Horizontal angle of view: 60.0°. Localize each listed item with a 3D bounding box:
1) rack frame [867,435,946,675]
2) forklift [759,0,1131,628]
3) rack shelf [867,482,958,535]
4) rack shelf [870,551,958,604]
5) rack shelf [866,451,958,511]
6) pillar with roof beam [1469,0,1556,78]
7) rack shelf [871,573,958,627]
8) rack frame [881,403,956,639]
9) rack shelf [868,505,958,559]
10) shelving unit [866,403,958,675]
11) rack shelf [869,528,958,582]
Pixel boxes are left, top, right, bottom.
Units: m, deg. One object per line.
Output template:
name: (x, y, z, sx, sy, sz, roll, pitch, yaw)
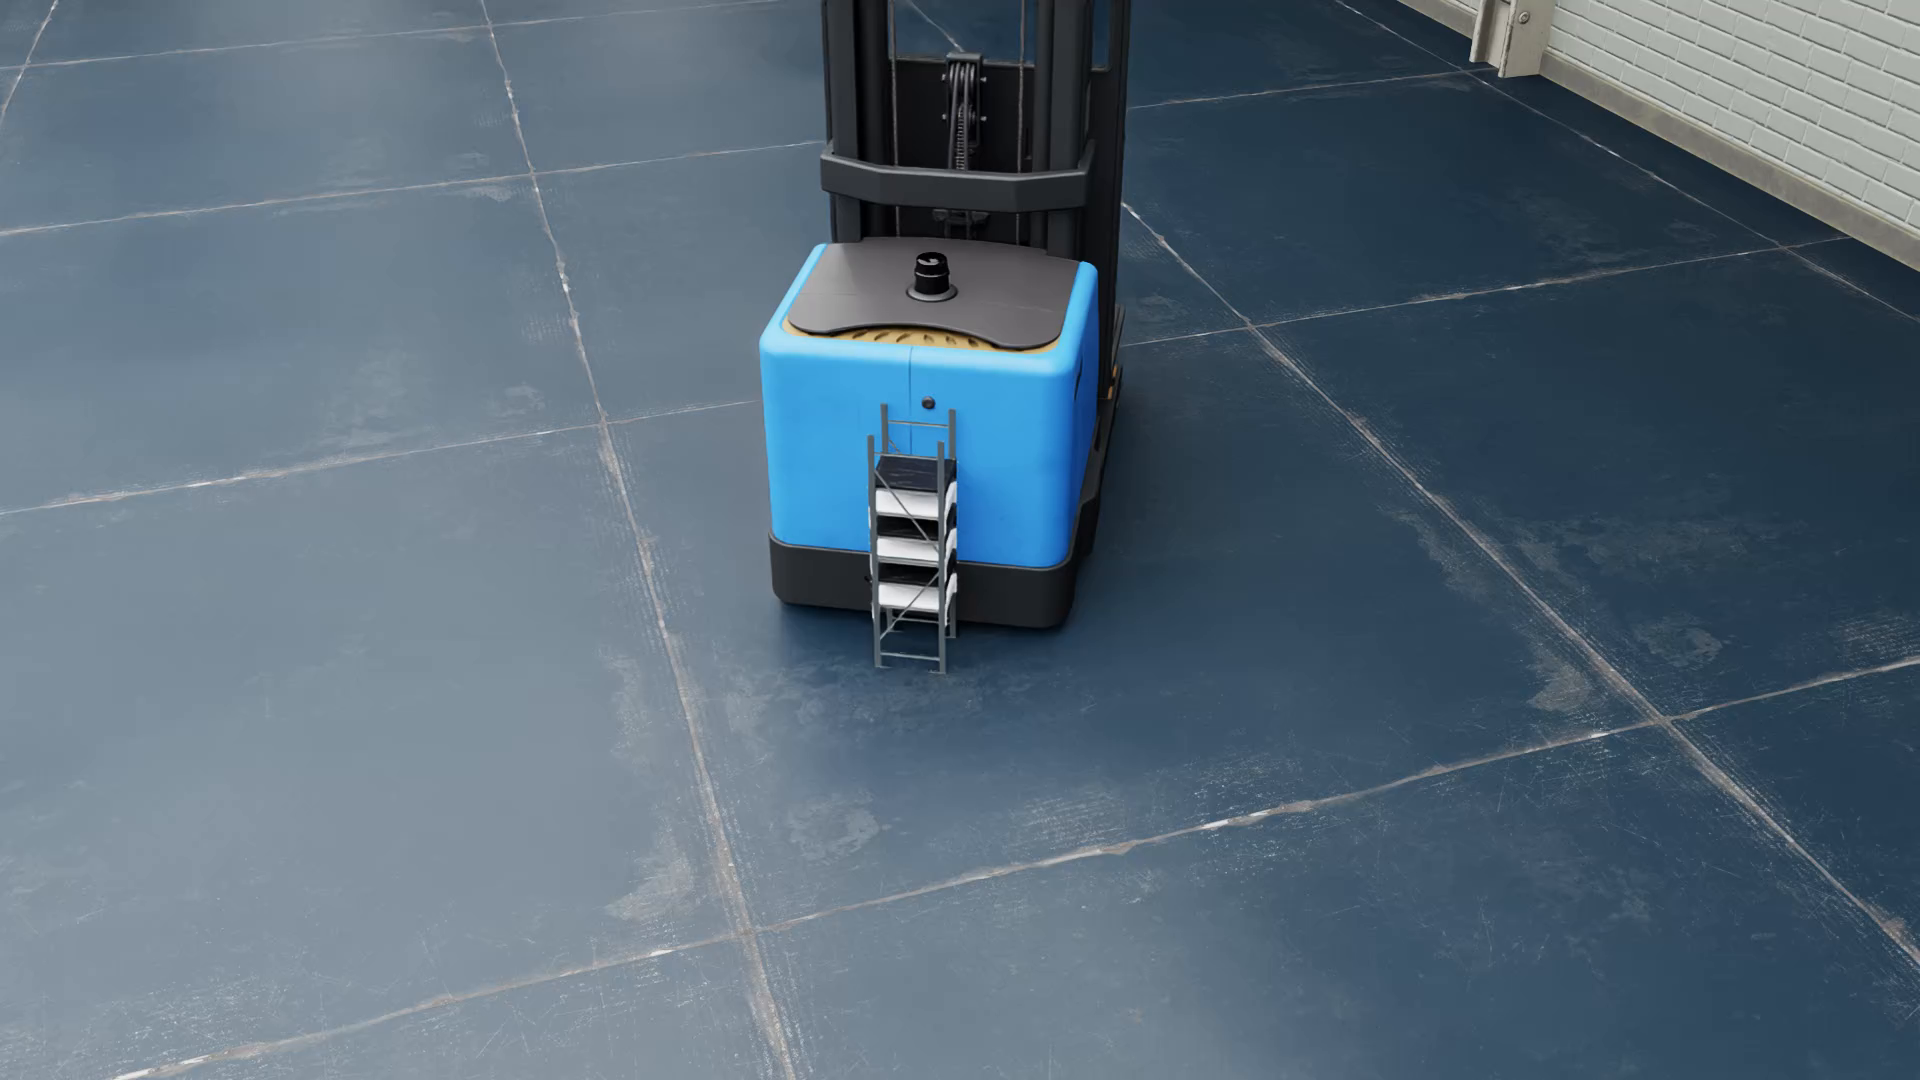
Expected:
rack frame: (-0.167, 0.064, 5.337, 0.240, 0.900, 0.006, 5, 34, 8)
forklift: (0.095, -1.725, 6.201, 1.130, 2.935, 3.031, 5, 34, 8)
rack shelf: (-0.150, -0.113, 5.339, 0.258, 0.077, 0.200, 5, 34, 8)
rack shelf: (-0.150, 0.112, 5.488, 0.258, 0.077, 0.200, 5, 34, 8)
rack shelf: (-0.150, -0.189, 5.290, 0.258, 0.077, 0.200, 5, 34, 8)
pillar with roof beam: (-0.497, -6.157, 7.406, 9.100, 9.000, 0.400, -10, 35, -15)
rack shelf: (-0.150, 0.187, 5.538, 0.258, 0.077, 0.200, 5, 34, 8)
rack frame: (-0.133, -0.046, 5.504, 0.240, 0.900, 0.006, 5, 34, 8)
rack shelf: (-0.150, -0.038, 5.389, 0.258, 0.077, 0.200, 5, 34, 8)
shelving unit: (-0.150, 0.009, 5.420, 0.258, 0.900, 0.210, 5, 34, 8)
rack shelf: (-0.150, 0.037, 5.439, 0.258, 0.077, 0.200, 5, 34, 8)
